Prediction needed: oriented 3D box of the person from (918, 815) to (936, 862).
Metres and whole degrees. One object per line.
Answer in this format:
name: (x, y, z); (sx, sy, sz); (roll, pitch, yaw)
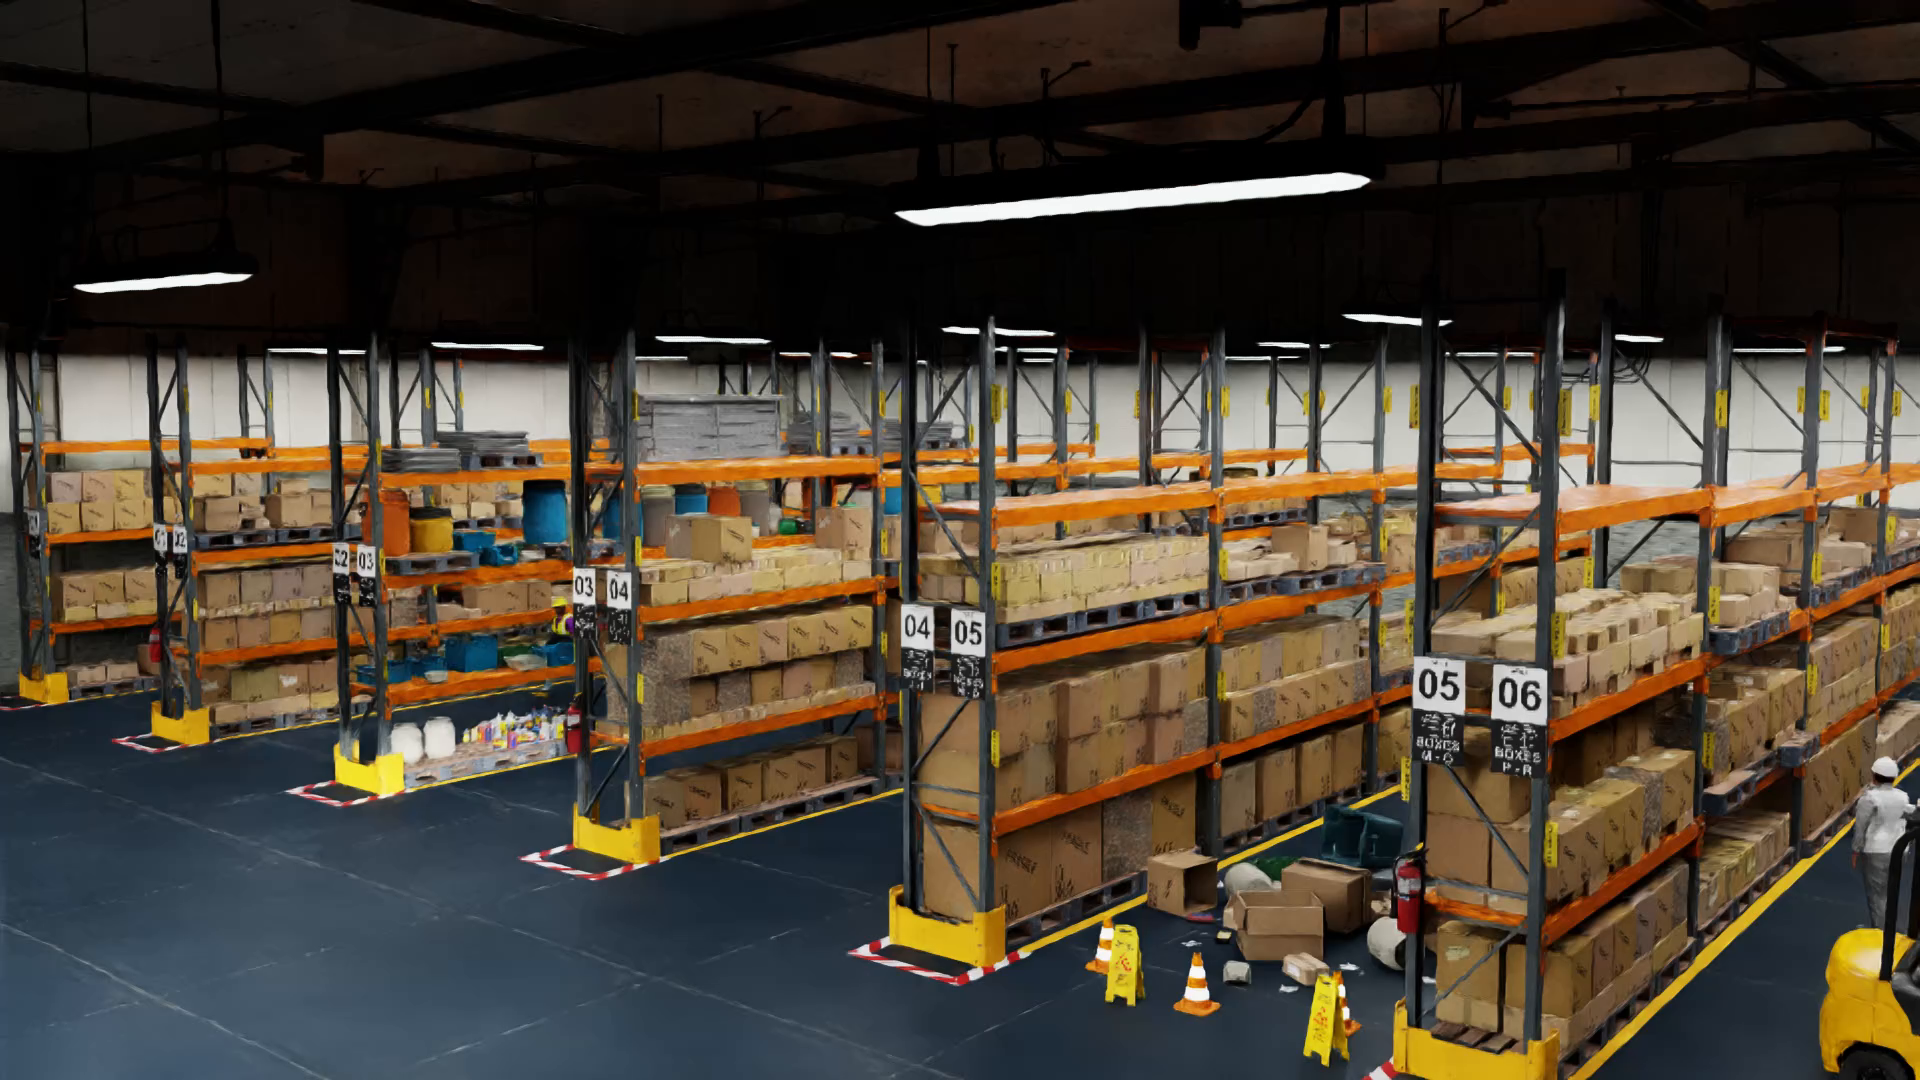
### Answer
person: (-0.046, 2.678, 18.151); (1.034, 1.723, 0.636); (-3, 6, -30)

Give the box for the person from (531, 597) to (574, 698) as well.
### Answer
person: (-6.659, 1.795, 27.987); (0.575, 1.689, 1.128); (4, 6, 37)

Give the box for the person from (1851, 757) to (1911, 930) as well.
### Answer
person: (8.529, 2.879, 15.440); (0.626, 1.768, 0.576); (-2, 5, -19)

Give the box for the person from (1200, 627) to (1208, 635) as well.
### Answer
person: (3.832, 2.075, 25.448); (0.497, 1.583, 1.090); (4, 7, 41)
